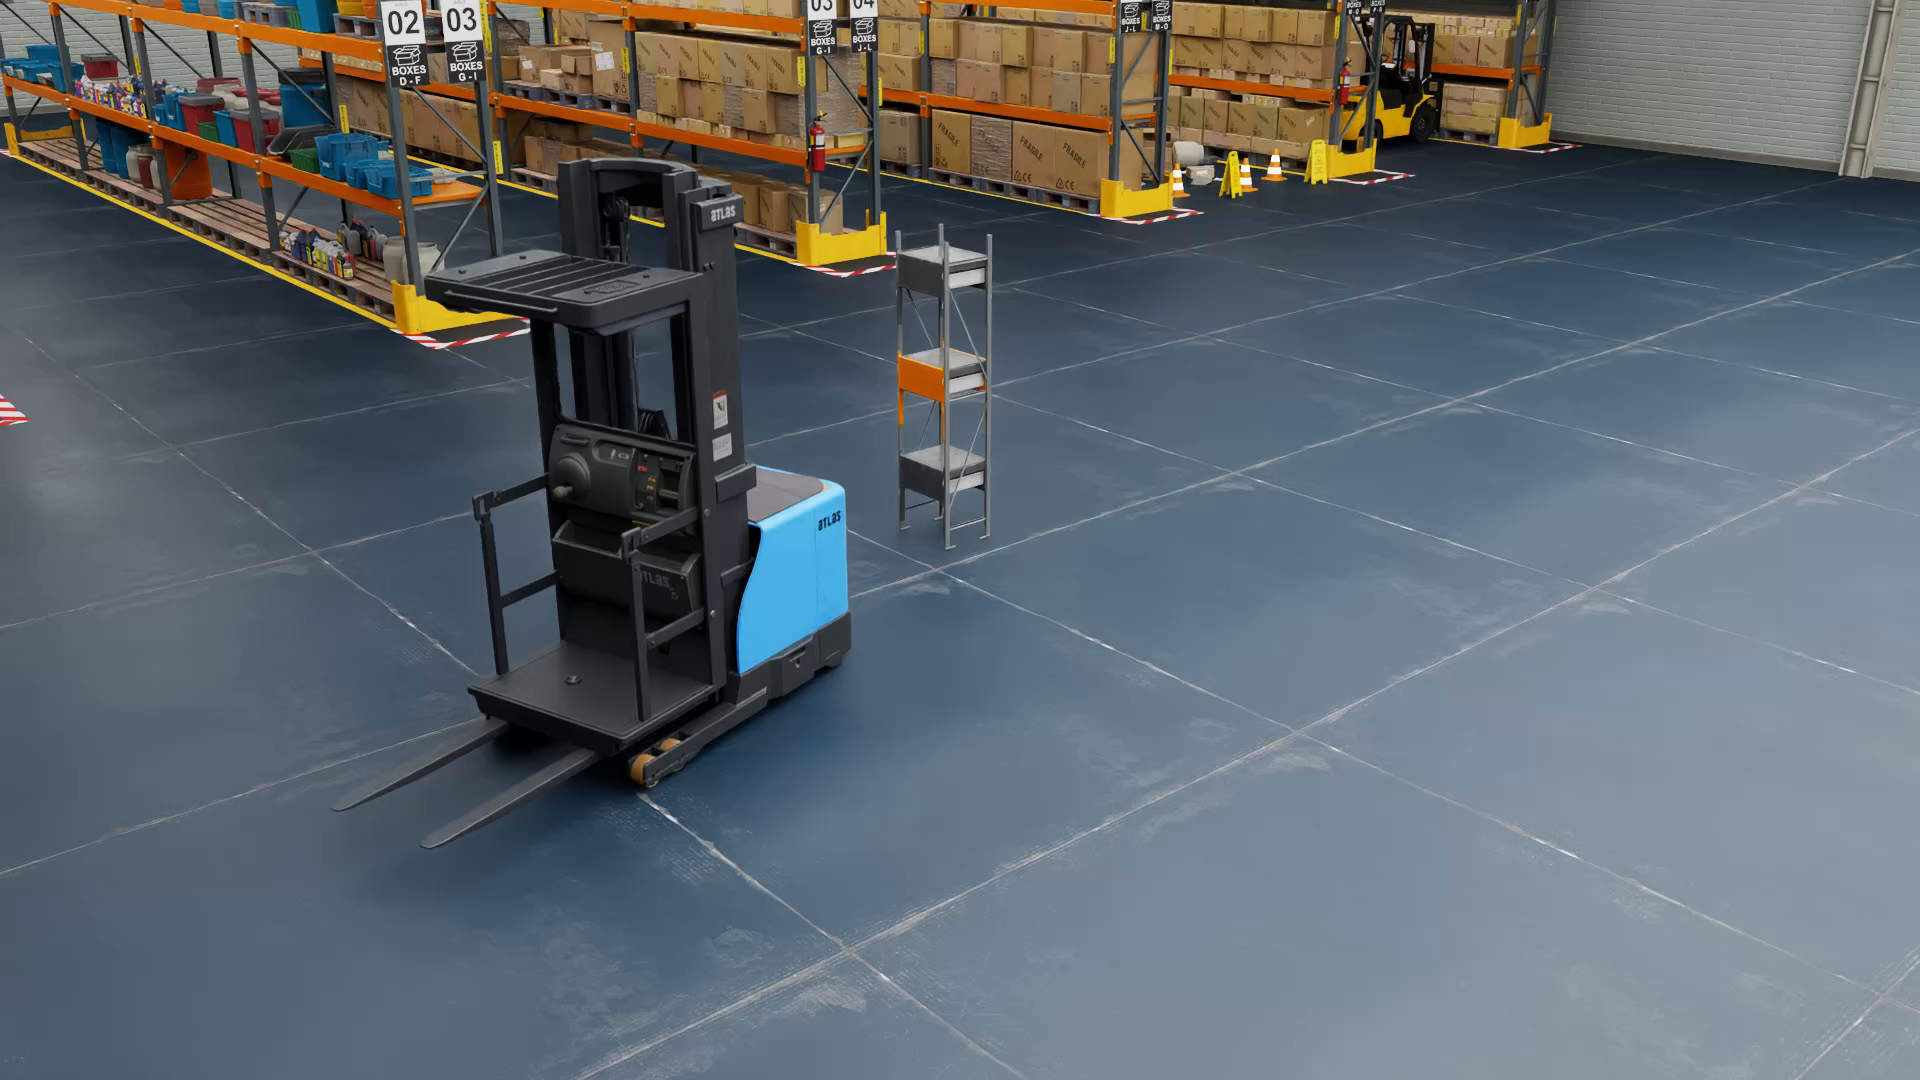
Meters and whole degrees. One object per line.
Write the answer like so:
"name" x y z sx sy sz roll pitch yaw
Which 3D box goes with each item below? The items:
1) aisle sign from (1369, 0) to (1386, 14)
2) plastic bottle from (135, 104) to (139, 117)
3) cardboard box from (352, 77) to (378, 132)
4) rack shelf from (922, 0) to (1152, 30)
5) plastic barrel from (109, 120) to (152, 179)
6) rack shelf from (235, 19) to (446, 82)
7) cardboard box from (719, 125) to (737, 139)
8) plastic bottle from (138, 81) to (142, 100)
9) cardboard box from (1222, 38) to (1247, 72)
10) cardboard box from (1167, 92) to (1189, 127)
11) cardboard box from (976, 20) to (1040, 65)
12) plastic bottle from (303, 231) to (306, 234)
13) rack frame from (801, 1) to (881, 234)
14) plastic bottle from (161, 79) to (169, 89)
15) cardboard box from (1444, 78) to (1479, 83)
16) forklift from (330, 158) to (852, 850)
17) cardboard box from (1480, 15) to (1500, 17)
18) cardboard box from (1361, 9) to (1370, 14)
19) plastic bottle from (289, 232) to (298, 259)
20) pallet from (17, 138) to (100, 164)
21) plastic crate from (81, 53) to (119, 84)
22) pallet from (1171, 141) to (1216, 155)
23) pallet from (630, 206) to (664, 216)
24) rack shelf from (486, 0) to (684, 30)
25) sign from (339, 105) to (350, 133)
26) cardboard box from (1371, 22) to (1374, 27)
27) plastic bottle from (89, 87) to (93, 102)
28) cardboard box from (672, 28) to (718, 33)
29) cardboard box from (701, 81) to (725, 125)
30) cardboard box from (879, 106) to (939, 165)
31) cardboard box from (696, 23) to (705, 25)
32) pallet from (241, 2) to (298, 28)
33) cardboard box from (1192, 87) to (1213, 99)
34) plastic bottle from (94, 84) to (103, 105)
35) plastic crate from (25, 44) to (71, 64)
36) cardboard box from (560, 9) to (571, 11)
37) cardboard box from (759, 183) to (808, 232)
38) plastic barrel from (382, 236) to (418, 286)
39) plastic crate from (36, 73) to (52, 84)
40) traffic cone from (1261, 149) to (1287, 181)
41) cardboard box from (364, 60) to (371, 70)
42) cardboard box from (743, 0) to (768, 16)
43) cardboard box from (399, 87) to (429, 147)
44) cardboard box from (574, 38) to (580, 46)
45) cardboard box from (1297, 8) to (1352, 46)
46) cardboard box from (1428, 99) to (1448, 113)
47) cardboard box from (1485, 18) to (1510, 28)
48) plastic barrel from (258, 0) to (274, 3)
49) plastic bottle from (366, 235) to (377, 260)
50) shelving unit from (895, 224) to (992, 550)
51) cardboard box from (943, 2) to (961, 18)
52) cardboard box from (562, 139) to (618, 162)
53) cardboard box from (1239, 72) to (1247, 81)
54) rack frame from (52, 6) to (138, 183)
"aisle sign" 6.400 -8.440 25.356 0.394 0.787 0.004 -17 27 -37
"plastic bottle" -11.156 -5.863 22.613 0.097 0.201 0.097 0 21 0
"cardboard box" -10.174 -7.786 29.587 0.875 0.875 0.875 -17 27 -37
"rack shelf" 1.135 -7.581 23.601 1.077 0.370 4.000 -17 27 -37
"plastic barrel" -12.164 -5.819 24.529 0.600 0.901 0.708 -17 27 -37
"rack shelf" -6.441 -5.249 17.647 1.077 0.370 4.000 -17 27 -37
"cardboard box" -2.784 -5.116 20.778 0.380 0.149 0.250 -17 27 -37
"plastic bottle" -11.981 -6.584 24.356 0.097 0.271 0.097 0 21 0
"cardboard box" 4.598 -7.866 26.909 0.500 0.500 0.500 -17 27 -37
"cardboard box" 3.694 -7.316 28.215 0.500 0.500 0.500 -16 26 -35
"cardboard box" 0.740 -7.229 24.140 0.875 0.550 0.550 -17 27 -37
"plastic bottle" -7.558 -3.431 19.251 0.061 0.283 0.133 -17 27 -37
"rack frame" -1.383 -4.814 19.663 1.000 3.000 0.127 -17 27 -37
"plastic bottle" -11.401 -6.447 23.899 0.144 0.351 0.185 -17 27 -37
"cardboard box" 9.065 -8.193 30.111 0.500 0.250 0.500 -18 27 -38
"forklift" -1.838 -0.319 8.280 1.130 2.935 3.031 13 25 30
"cardboard box" 9.347 -9.209 29.448 0.380 0.149 0.250 -17 27 -37
"cardboard box" 7.507 -9.743 30.812 0.380 0.149 0.250 -17 27 -37
"plastic bottle" -7.638 -3.402 19.188 0.152 0.276 0.135 -16 27 -36
"pallet" -15.070 -6.520 27.842 1.003 0.211 1.213 -17 27 -37
"plastic crate" -13.361 -7.315 25.877 0.402 0.464 0.583 -17 27 -37
"pallet" 3.979 -6.803 28.564 1.003 0.211 1.213 -17 27 -37
"pallet" -4.503 -4.836 23.541 1.003 0.211 1.213 -17 27 -37
"rack shelf" -5.299 -7.534 23.479 1.077 0.370 4.000 -17 27 -37
"sign" -7.322 -4.997 19.750 0.100 0.325 0.005 -17 27 -37
"cardboard box" 7.747 -9.437 30.438 0.380 0.149 0.250 -17 27 -36
"plastic bottle" -12.597 -6.473 24.170 0.097 0.201 0.097 0 21 0
"cardboard box" -3.492 -6.511 22.079 0.500 0.500 0.500 -17 27 -37
"cardboard box" -2.750 -5.557 21.013 0.875 0.500 0.500 -17 27 -37
"cardboard box" -0.644 -6.370 26.144 1.050 0.750 0.750 -18 27 -38
"cardboard box" -4.639 -9.063 29.462 0.380 0.149 0.250 -16 27 -36
"pallet" -7.201 -5.873 18.512 1.213 0.211 1.003 -17 27 -37
"cardboard box" 4.067 -7.427 27.611 0.380 0.149 0.250 -16 27 -35
"plastic bottle" -12.350 -6.418 23.928 0.152 0.276 0.135 -17 27 -37
"plastic crate" -15.219 -8.052 27.798 0.616 0.435 0.499 -17 27 -37
"cardboard box" -7.577 -10.713 32.807 0.500 0.500 0.500 -16 27 -36
"cardboard box" -2.194 -4.179 20.893 0.500 0.500 0.500 -10 23 -24
"plastic barrel" -5.950 -2.974 17.801 0.421 0.512 0.421 0 21 0
"plastic crate" -14.333 -7.265 26.200 0.293 0.136 0.466 -17 27 -37
"traffic cone" 4.867 -5.804 25.668 0.336 0.463 0.334 -17 27 -37
"cardboard box" -9.999 -8.161 28.552 0.380 0.149 0.250 -18 28 -38
"cardboard box" -2.218 -6.351 19.679 0.500 0.250 0.500 -17 27 -37
"cardboard box" -8.783 -7.164 27.999 1.225 0.875 0.875 -17 27 -37
"cardboard box" -7.435 -9.917 33.034 0.380 0.149 0.250 -16 26 -35
"cardboard box" 5.626 -7.913 25.659 0.700 0.500 0.500 -18 28 -39
"cardboard box" 8.656 -7.843 29.904 0.500 0.250 0.500 -18 28 -39
"cardboard box" 9.305 -8.953 28.794 0.380 0.149 0.250 -17 27 -37
"plastic barrel" -7.614 -6.219 18.407 0.421 0.512 0.421 0 21 0
"plastic bottle" -6.749 -3.357 19.064 0.061 0.283 0.133 -17 27 -37
"shelving unit" -0.108 -1.023 11.218 0.431 2.100 0.503 -17 27 -37
"cardboard box" 0.026 -10.116 31.691 0.500 0.500 0.500 -17 27 -37
"cardboard box" -5.405 -5.580 24.442 0.700 0.500 0.500 -15 26 -33
"cardboard box" 4.735 -7.536 26.955 0.380 0.149 0.250 -17 27 -37
"rack frame" -12.968 -6.951 25.117 1.000 3.000 0.127 -17 27 -37
